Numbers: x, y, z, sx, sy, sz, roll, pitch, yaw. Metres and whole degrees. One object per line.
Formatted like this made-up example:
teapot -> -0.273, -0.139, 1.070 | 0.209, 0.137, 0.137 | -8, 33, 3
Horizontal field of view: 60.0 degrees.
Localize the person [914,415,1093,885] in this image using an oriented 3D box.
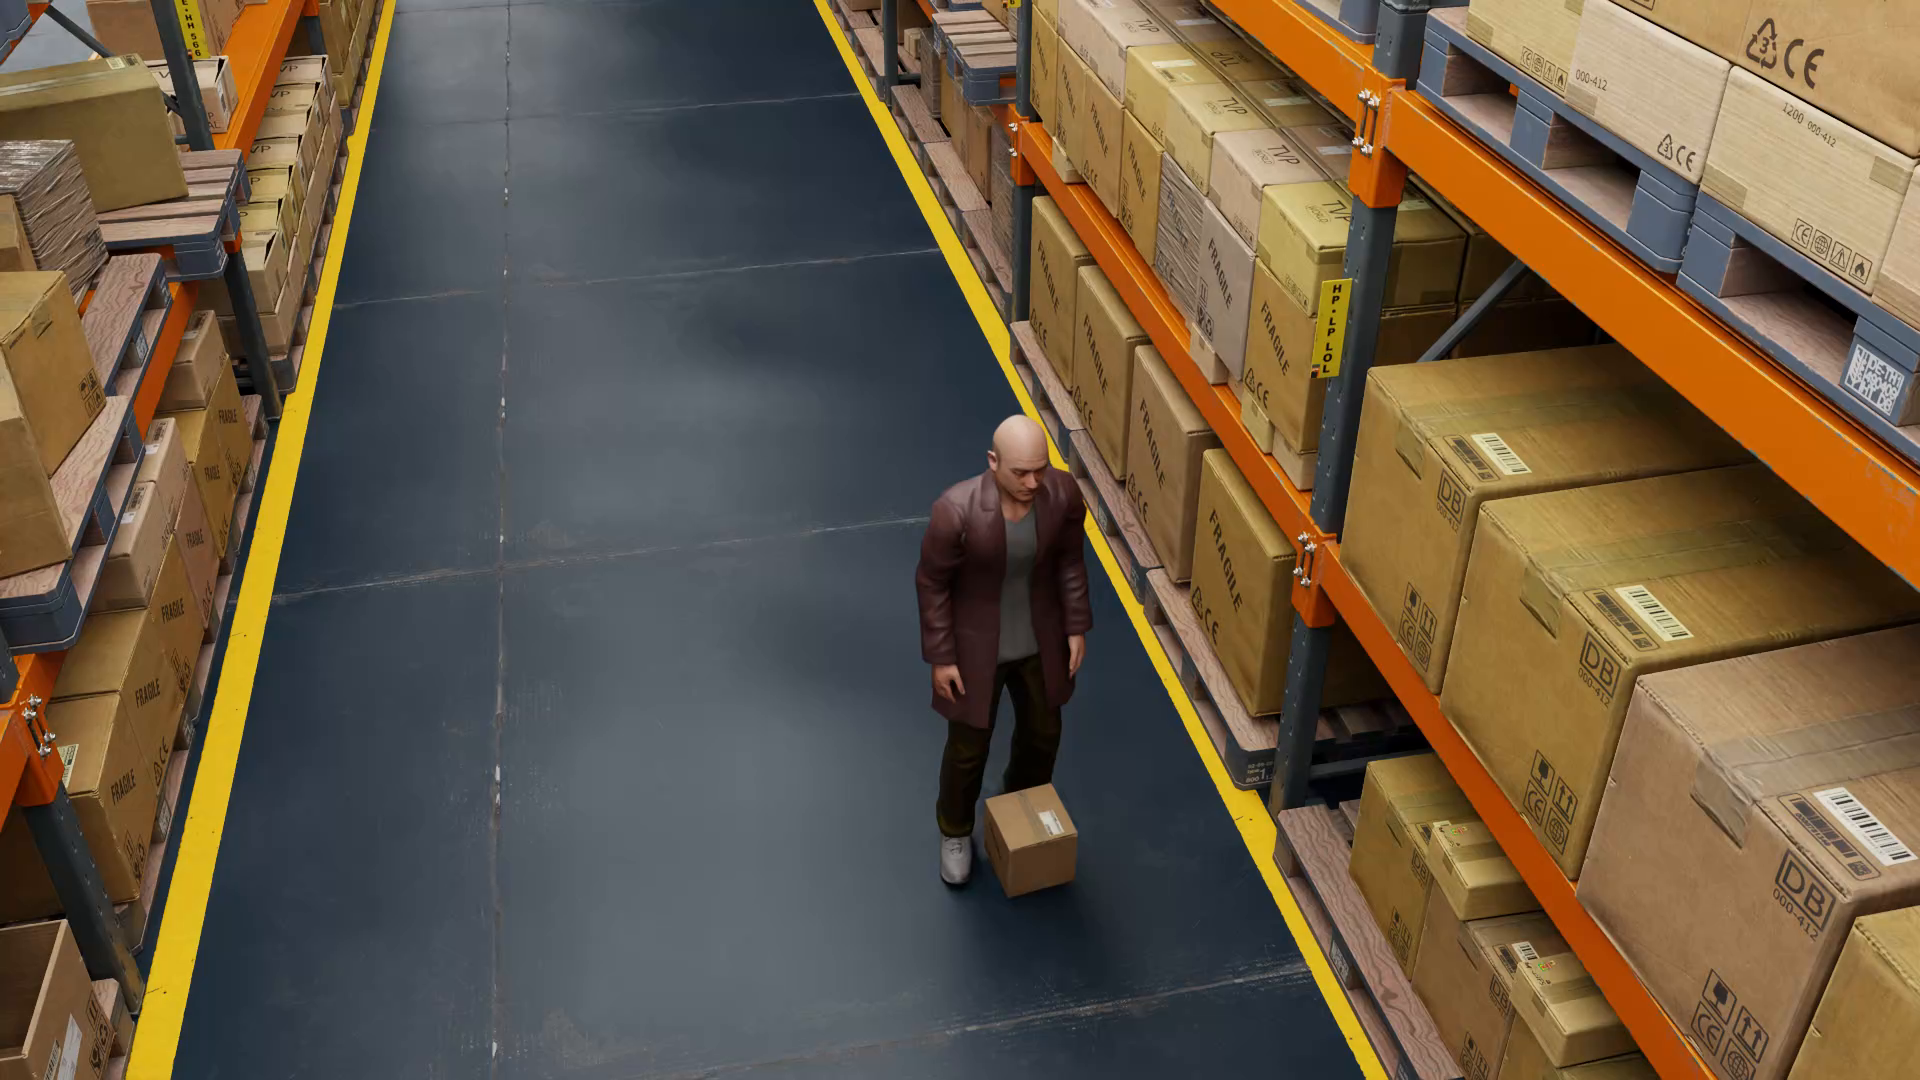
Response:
person -> 0.157, 0.352, 5.631 | 0.612, 1.775, 0.426 | -11, 36, -16
